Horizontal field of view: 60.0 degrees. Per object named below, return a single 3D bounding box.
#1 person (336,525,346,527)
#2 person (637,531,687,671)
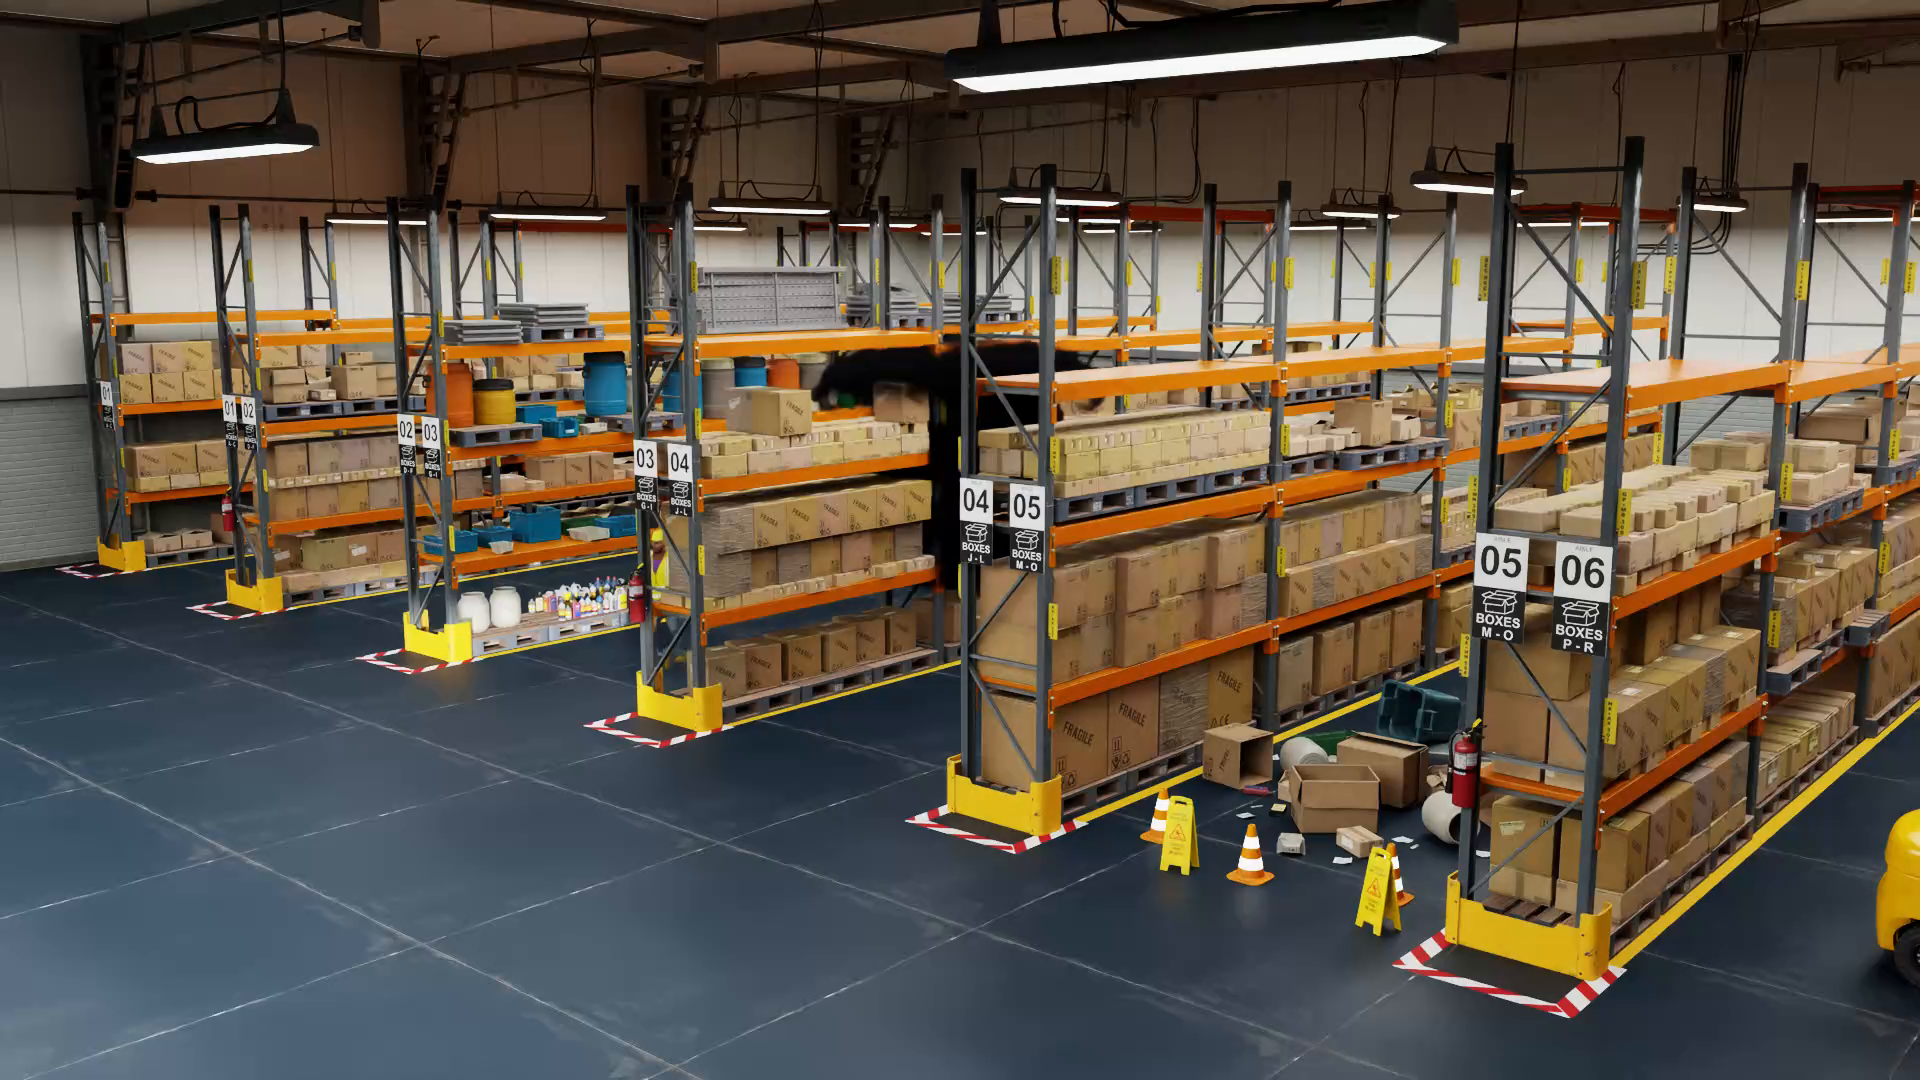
[{"bbox_3d":[-10.603,-0.434,28.651,0.658,1.738,0.816,4,10,21],"label":"person"},{"bbox_3d":[-3.801,0.760,21.081,0.761,1.773,0.643,2,10,11],"label":"person"}]
